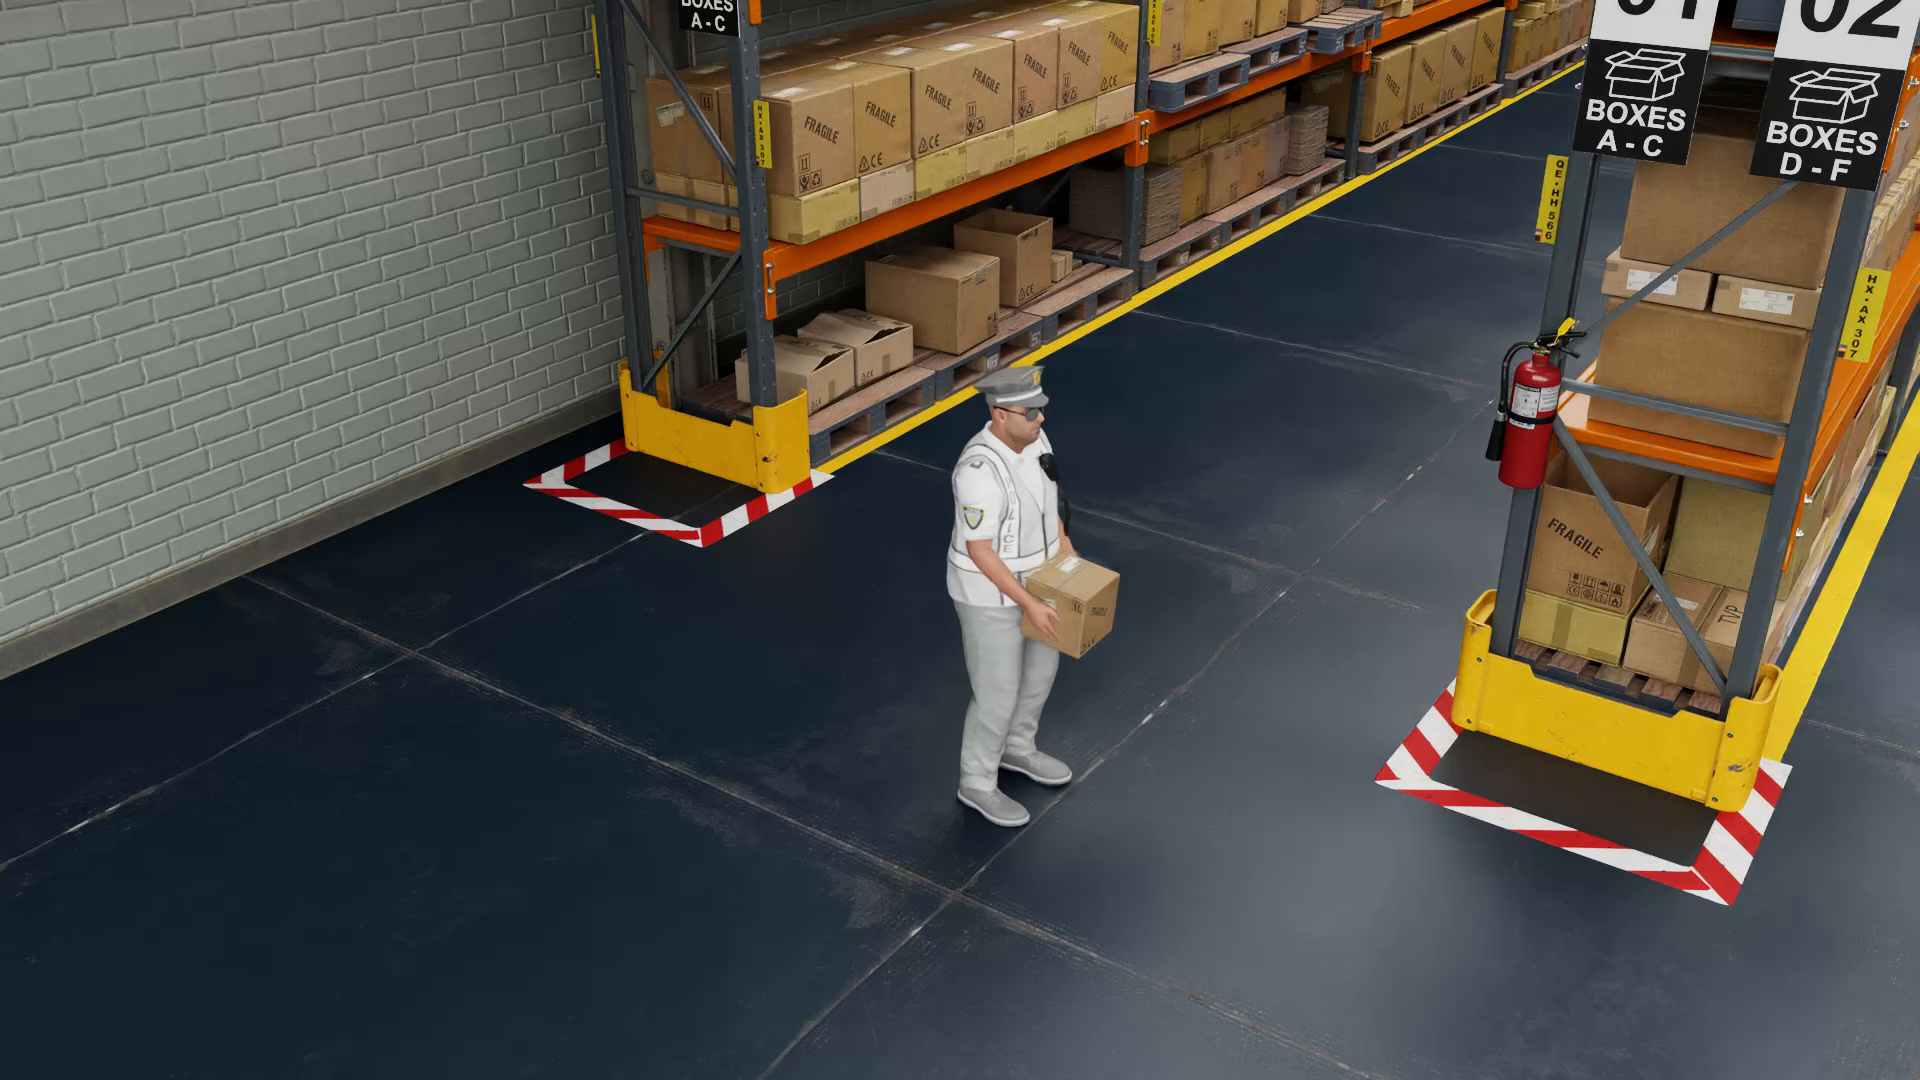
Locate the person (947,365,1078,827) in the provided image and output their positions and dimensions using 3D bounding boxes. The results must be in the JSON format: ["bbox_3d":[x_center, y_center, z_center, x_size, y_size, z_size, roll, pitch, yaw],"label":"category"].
[{"bbox_3d":[0.230,0.194,6.202,0.513,1.767,0.530,17,31,30],"label":"person"}]
